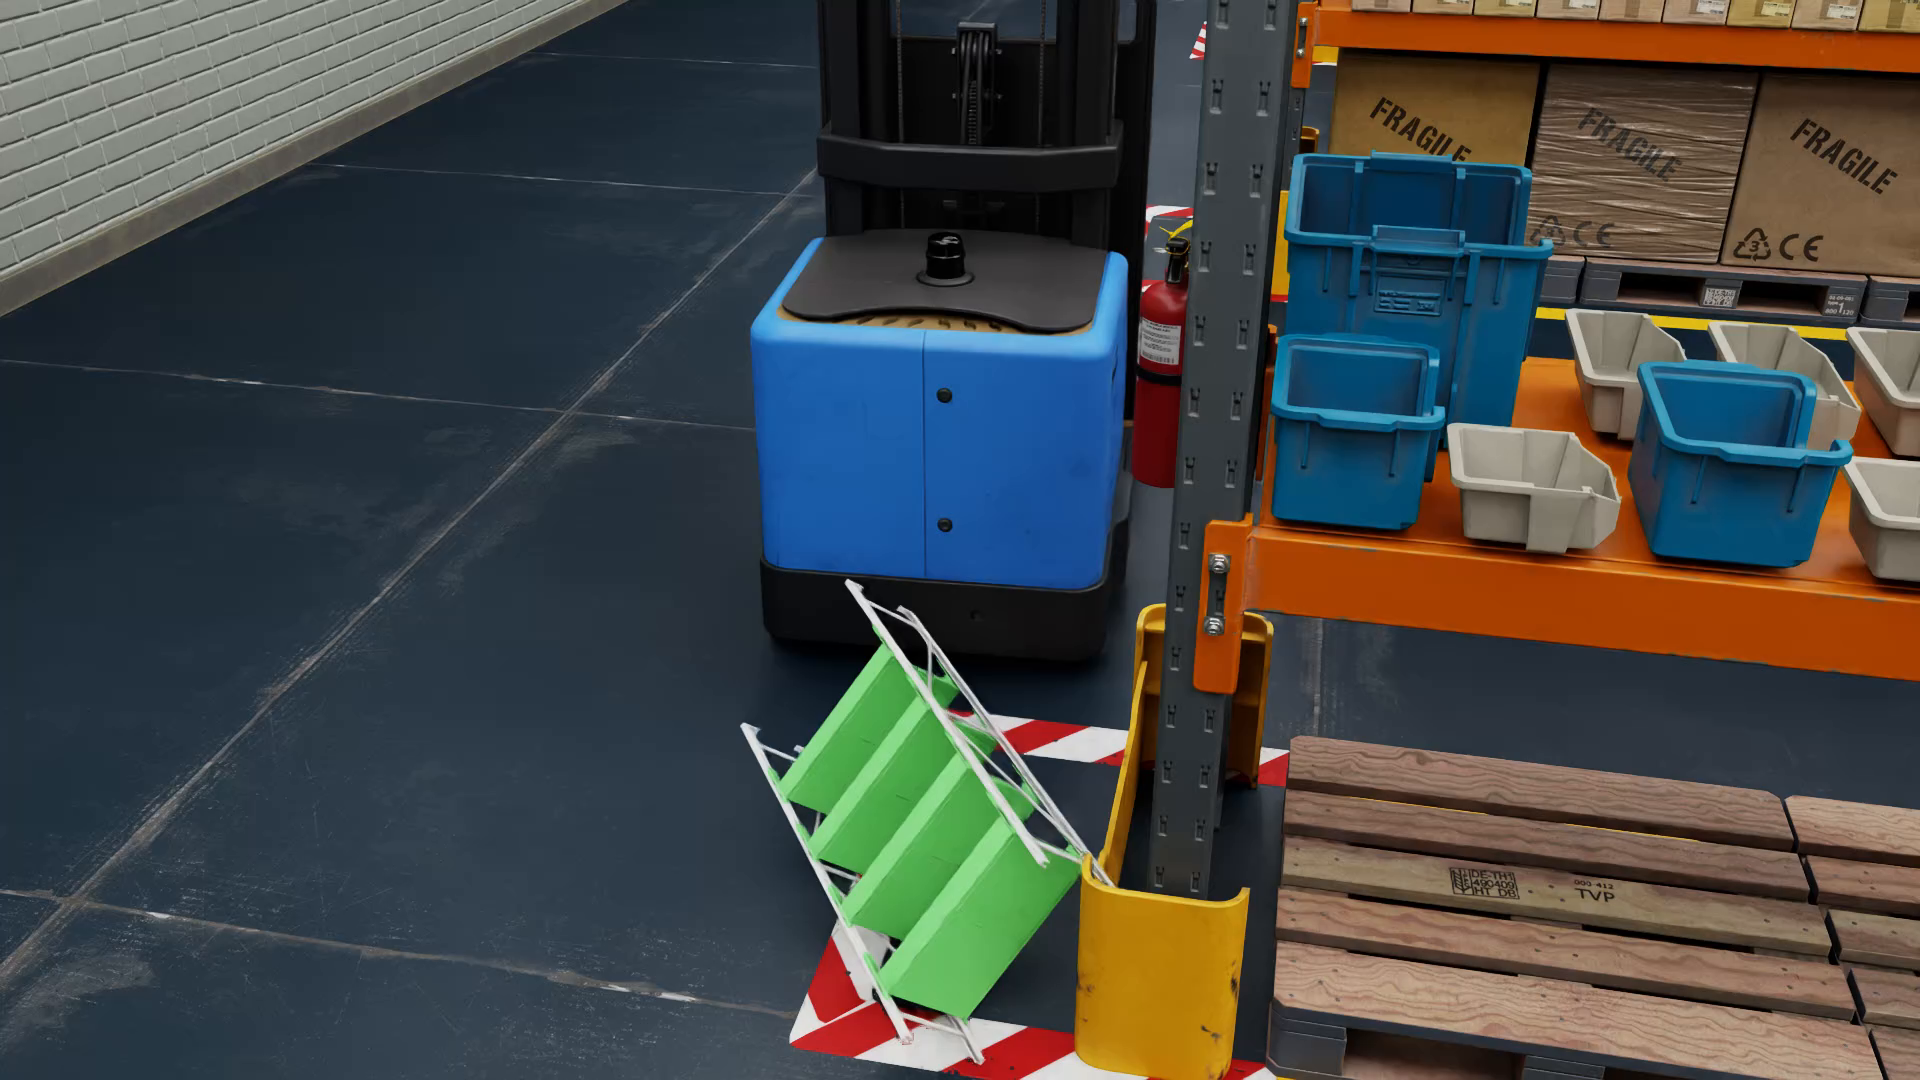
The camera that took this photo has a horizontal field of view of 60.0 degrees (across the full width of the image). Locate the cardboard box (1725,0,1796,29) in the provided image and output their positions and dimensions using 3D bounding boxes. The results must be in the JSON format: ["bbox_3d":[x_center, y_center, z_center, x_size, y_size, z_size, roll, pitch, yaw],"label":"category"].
[{"bbox_3d":[3.375,-2.298,7.086,0.250,0.149,0.380,5,29,9],"label":"cardboard box"}]

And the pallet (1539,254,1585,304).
[{"bbox_3d":[2.390,-1.486,8.245,1.213,0.211,1.003,6,29,11],"label":"pallet"}]

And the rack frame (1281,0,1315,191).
[{"bbox_3d":[1.592,-2.753,7.654,0.127,3.000,1.000,6,29,11],"label":"rack frame"}]

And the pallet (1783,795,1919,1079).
[{"bbox_3d":[2.545,1.021,3.666,1.213,0.211,1.003,6,29,11],"label":"pallet"}]

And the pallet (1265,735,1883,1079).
[{"bbox_3d":[1.356,0.897,3.891,1.213,0.211,1.003,6,29,11],"label":"pallet"}]

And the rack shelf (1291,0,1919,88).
[{"bbox_3d":[3.548,-2.237,7.461,4.000,0.370,1.077,6,29,11],"label":"rack shelf"}]

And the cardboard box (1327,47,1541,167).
[{"bbox_3d":[2.234,-1.978,8.015,0.875,0.875,0.875,6,29,11],"label":"cardboard box"}]

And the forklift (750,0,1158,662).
[{"bbox_3d":[0.123,-1.610,5.639,1.130,2.935,3.031,4,29,7],"label":"forklift"}]

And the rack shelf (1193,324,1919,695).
[{"bbox_3d":[2.513,0.089,3.212,4.000,0.370,1.077,6,29,11],"label":"rack shelf"}]

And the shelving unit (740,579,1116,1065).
[{"bbox_3d":[-0.124,0.626,4.008,0.258,0.503,1.200,29,12,-35],"label":"shelving unit"}]

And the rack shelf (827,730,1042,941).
[{"bbox_3d":[-0.056,0.708,3.868,0.258,0.480,0.148,29,12,-35],"label":"rack shelf"}]

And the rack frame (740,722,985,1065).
[{"bbox_3d":[-0.267,0.819,4.051,0.240,0.015,1.200,29,12,-35],"label":"rack frame"}]

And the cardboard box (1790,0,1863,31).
[{"bbox_3d":[3.632,-2.273,7.040,0.250,0.149,0.380,6,29,11],"label":"cardboard box"}]

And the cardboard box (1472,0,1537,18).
[{"bbox_3d":[2.372,-2.401,7.274,0.250,0.149,0.380,5,29,9],"label":"cardboard box"}]

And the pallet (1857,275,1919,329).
[{"bbox_3d":[4.776,-1.241,7.798,1.213,0.211,1.003,6,29,11],"label":"pallet"}]

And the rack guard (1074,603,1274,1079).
[{"bbox_3d":[0.531,0.673,3.999,0.348,0.500,1.175,6,29,11],"label":"rack guard"}]

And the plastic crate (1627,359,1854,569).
[{"bbox_3d":[1.374,-0.134,2.983,0.300,0.233,0.416,6,29,11],"label":"plastic crate"}]

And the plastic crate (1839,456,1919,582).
[{"bbox_3d":[1.690,-0.019,2.873,0.298,0.136,0.250,6,29,11],"label":"plastic crate"}]

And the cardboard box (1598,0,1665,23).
[{"bbox_3d":[2.875,-2.350,7.180,0.250,0.149,0.380,5,29,10],"label":"cardboard box"}]

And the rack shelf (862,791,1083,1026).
[{"bbox_3d":[0.038,0.819,3.677,0.258,0.480,0.148,29,12,-35],"label":"rack shelf"}]

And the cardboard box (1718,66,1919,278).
[{"bbox_3d":[3.995,-1.798,7.686,0.875,0.875,0.875,6,29,11],"label":"cardboard box"}]

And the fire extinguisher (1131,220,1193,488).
[{"bbox_3d":[0.505,-0.458,3.931,0.183,0.674,0.296,6,29,11],"label":"fire extinguisher"}]

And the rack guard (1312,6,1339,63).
[{"bbox_3d":[2.801,-3.968,12.477,0.348,0.500,1.175,6,29,11],"label":"rack guard"}]

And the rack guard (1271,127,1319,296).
[{"bbox_3d":[1.568,-1.659,8.259,0.348,0.500,1.175,6,29,11],"label":"rack guard"}]

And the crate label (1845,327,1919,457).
[{"bbox_3d":[1.951,-0.288,3.365,0.243,0.136,0.396,6,29,11],"label":"crate label"}]

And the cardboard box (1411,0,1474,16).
[{"bbox_3d":[2.121,-2.427,7.321,0.250,0.149,0.380,5,29,10],"label":"cardboard box"}]

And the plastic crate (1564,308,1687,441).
[{"bbox_3d":[1.393,-0.341,3.461,0.243,0.136,0.396,6,29,11],"label":"plastic crate"}]

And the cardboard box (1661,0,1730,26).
[{"bbox_3d":[3.128,-2.324,7.133,0.250,0.149,0.380,6,29,10],"label":"cardboard box"}]

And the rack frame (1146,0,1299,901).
[{"bbox_3d":[0.558,-0.427,3.406,0.127,3.000,1.000,6,29,11],"label":"rack frame"}]

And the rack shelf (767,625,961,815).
[{"bbox_3d":[-0.242,0.485,4.251,0.258,0.480,0.148,29,12,-35],"label":"rack shelf"}]

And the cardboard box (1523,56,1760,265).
[{"bbox_3d":[3.124,-1.887,7.849,0.875,0.875,0.875,6,29,11],"label":"cardboard box"}]

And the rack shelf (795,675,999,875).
[{"bbox_3d":[-0.149,0.597,4.059,0.258,0.480,0.148,29,12,-35],"label":"rack shelf"}]

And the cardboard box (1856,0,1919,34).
[{"bbox_3d":[3.880,-2.247,6.992,0.250,0.149,0.380,5,29,10],"label":"cardboard box"}]

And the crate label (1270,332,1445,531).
[{"bbox_3d":[0.730,-0.200,3.104,0.303,0.233,0.416,6,29,11],"label":"crate label"}]

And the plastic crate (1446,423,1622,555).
[{"bbox_3d":[1.027,-0.087,2.997,0.298,0.136,0.250,6,29,11],"label":"plastic crate"}]

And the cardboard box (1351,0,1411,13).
[{"bbox_3d":[1.870,-2.452,7.367,0.250,0.149,0.380,6,29,11],"label":"cardboard box"}]

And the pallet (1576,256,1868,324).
[{"bbox_3d":[3.580,-1.363,8.019,1.213,0.211,1.003,6,29,11],"label":"pallet"}]

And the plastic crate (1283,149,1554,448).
[{"bbox_3d":[0.924,-0.523,3.482,0.499,0.435,0.616,6,29,11],"label":"plastic crate"}]

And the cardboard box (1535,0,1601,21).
[{"bbox_3d":[2.627,-2.376,7.228,0.250,0.149,0.380,5,29,10],"label":"cardboard box"}]

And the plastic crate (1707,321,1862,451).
[{"bbox_3d":[1.673,-0.305,3.395,0.243,0.136,0.396,6,29,11],"label":"plastic crate"}]

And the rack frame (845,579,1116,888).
[{"bbox_3d":[0.019,0.433,3.966,0.240,0.015,1.200,29,12,-35],"label":"rack frame"}]
